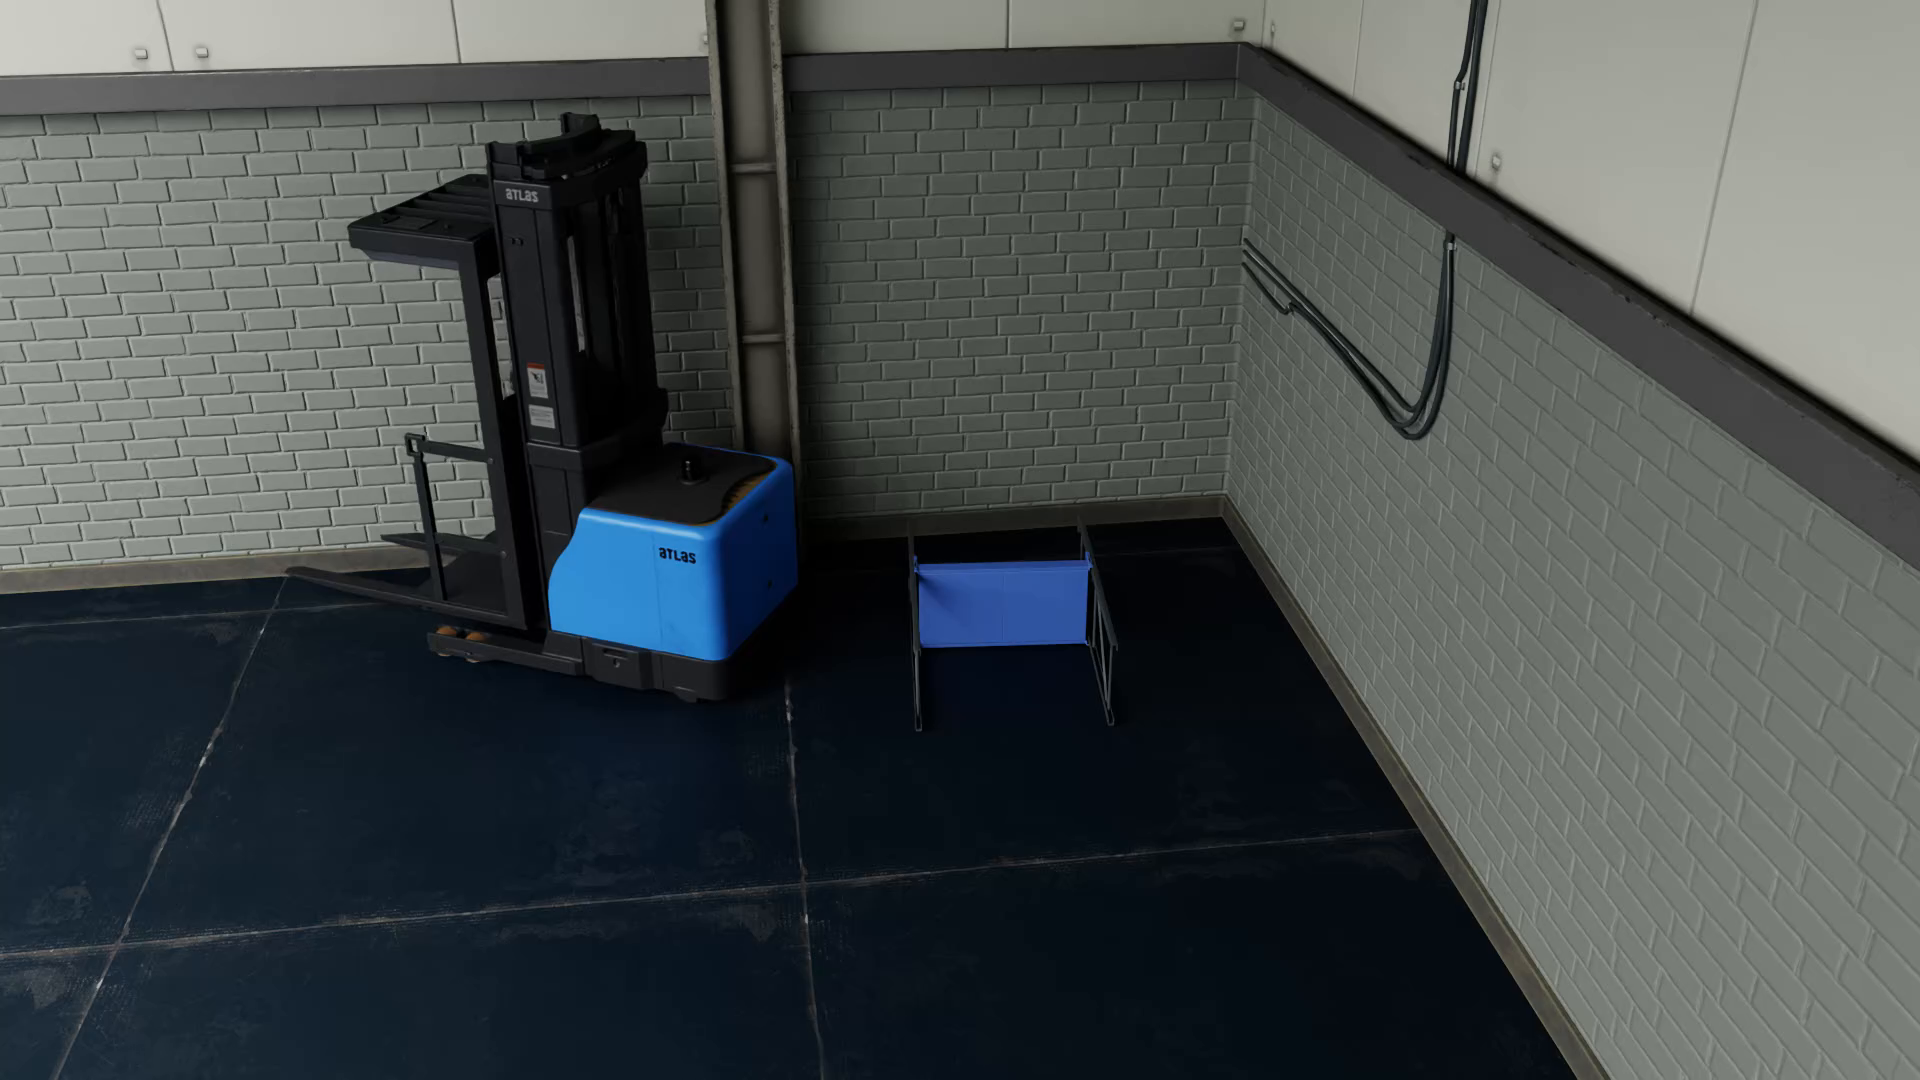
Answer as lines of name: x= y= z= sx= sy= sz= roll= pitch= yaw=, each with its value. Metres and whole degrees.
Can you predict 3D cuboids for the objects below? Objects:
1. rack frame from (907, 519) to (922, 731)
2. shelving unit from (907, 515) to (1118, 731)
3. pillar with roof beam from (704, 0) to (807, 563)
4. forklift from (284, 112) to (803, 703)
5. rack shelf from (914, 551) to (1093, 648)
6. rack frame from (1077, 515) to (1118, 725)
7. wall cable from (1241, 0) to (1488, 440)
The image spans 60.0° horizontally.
rack frame: x=-0.257 y=0.442 z=9.300 sx=0.032 sy=0.500 sz=1.500 roll=-1 pitch=27 yaw=-3
shelving unit: x=0.250 y=0.429 z=9.324 sx=1.048 sy=0.538 sz=1.500 roll=-1 pitch=27 yaw=-3
pillar with roof beam: x=-0.586 y=-1.972 z=4.736 sx=0.400 sy=9.000 sz=9.100 roll=-4 pitch=27 yaw=-7
forklift: x=-2.488 y=-0.825 z=9.147 sx=3.031 sy=2.935 sz=1.130 roll=9 pitch=29 yaw=18
rack shelf: x=0.241 y=0.347 z=9.484 sx=1.000 sy=0.538 sz=0.185 roll=-1 pitch=27 yaw=-3
rack frame: x=0.758 y=0.417 z=9.349 sx=0.032 sy=0.500 sz=1.500 roll=-1 pitch=27 yaw=-3
wall cable: x=1.916 y=-2.126 z=8.437 sx=0.112 sy=2.526 sz=3.097 roll=-4 pitch=27 yaw=-7
